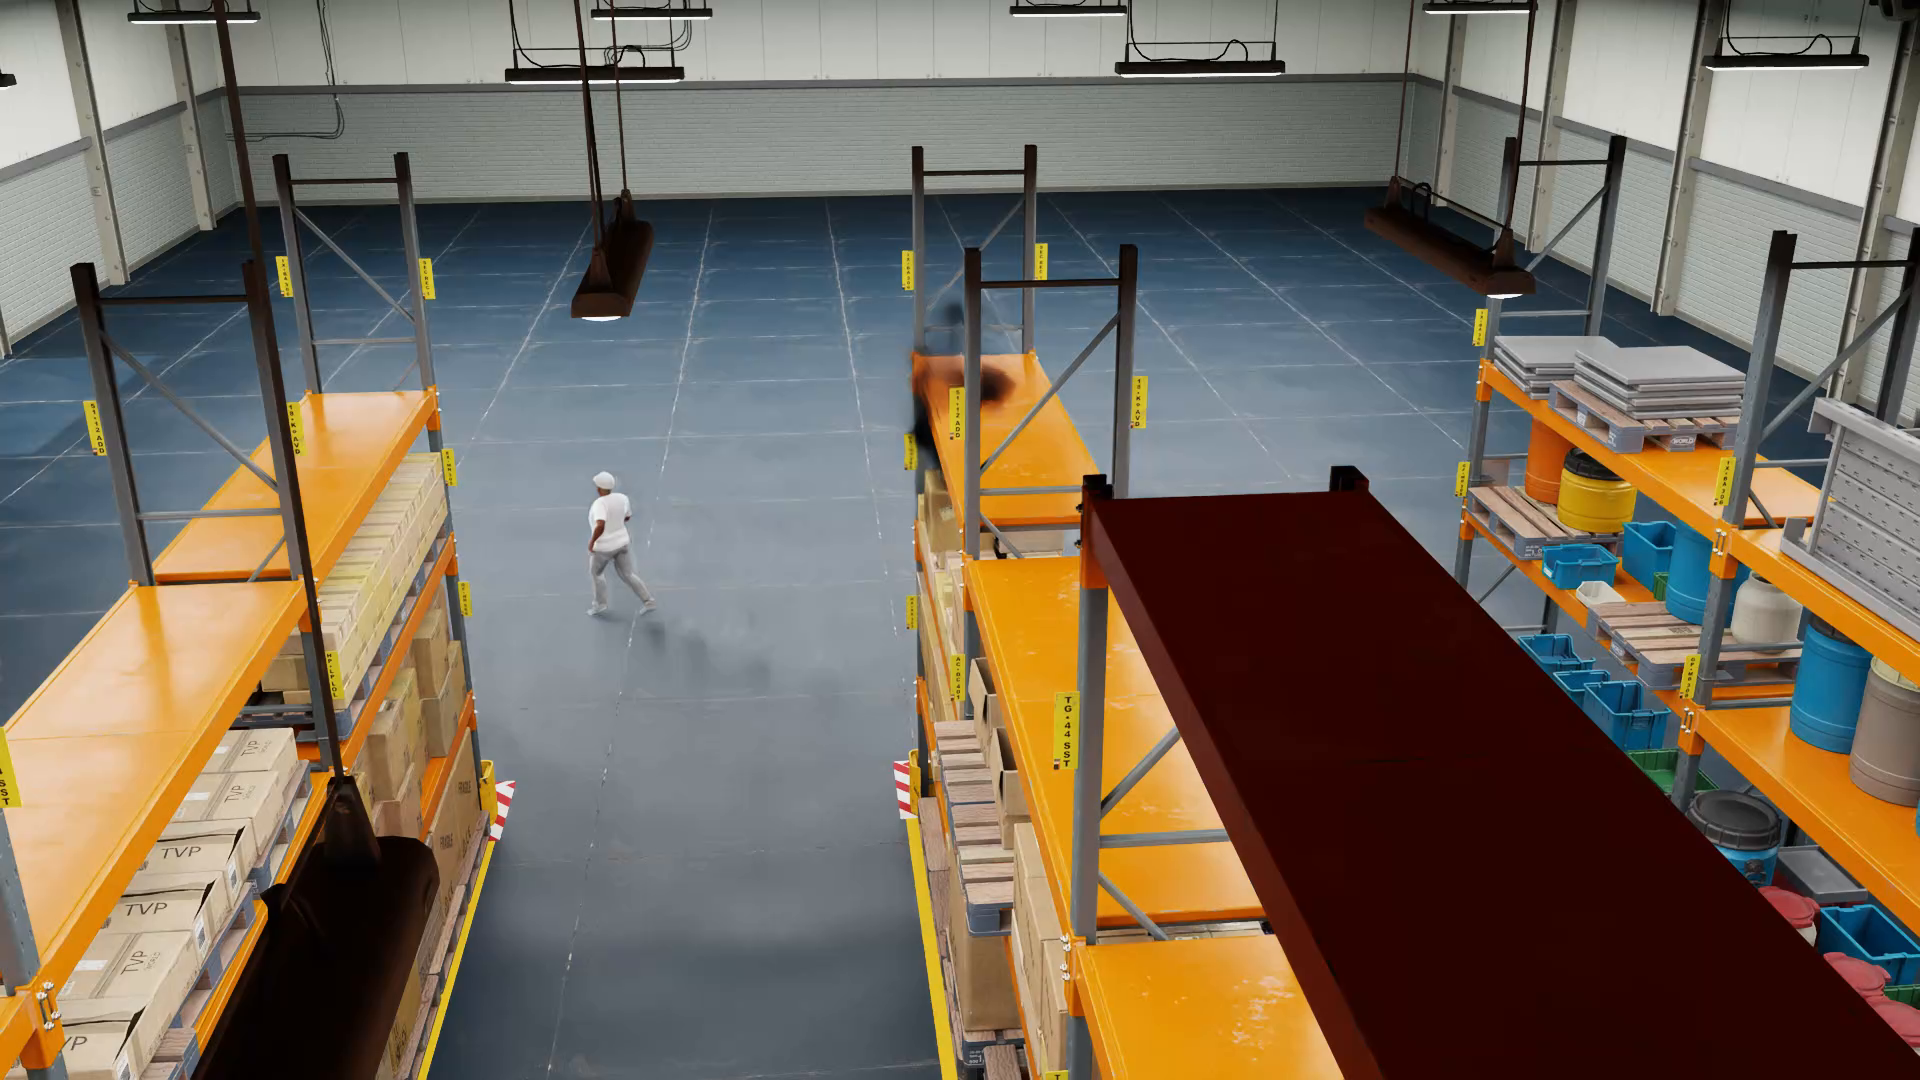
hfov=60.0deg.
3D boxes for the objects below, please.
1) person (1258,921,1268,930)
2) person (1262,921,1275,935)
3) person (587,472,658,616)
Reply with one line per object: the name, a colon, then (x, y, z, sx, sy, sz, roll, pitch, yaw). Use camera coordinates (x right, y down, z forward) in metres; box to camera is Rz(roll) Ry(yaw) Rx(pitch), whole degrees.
person: (2.452, 2.329, 13.380, 0.678, 1.777, 0.745, -8, 23, -20)
person: (2.105, 3.162, 11.319, 0.575, 1.657, 0.909, -4, 22, -11)
person: (-3.948, 0.105, 18.977, 0.948, 1.801, 0.712, 16, 27, 35)
